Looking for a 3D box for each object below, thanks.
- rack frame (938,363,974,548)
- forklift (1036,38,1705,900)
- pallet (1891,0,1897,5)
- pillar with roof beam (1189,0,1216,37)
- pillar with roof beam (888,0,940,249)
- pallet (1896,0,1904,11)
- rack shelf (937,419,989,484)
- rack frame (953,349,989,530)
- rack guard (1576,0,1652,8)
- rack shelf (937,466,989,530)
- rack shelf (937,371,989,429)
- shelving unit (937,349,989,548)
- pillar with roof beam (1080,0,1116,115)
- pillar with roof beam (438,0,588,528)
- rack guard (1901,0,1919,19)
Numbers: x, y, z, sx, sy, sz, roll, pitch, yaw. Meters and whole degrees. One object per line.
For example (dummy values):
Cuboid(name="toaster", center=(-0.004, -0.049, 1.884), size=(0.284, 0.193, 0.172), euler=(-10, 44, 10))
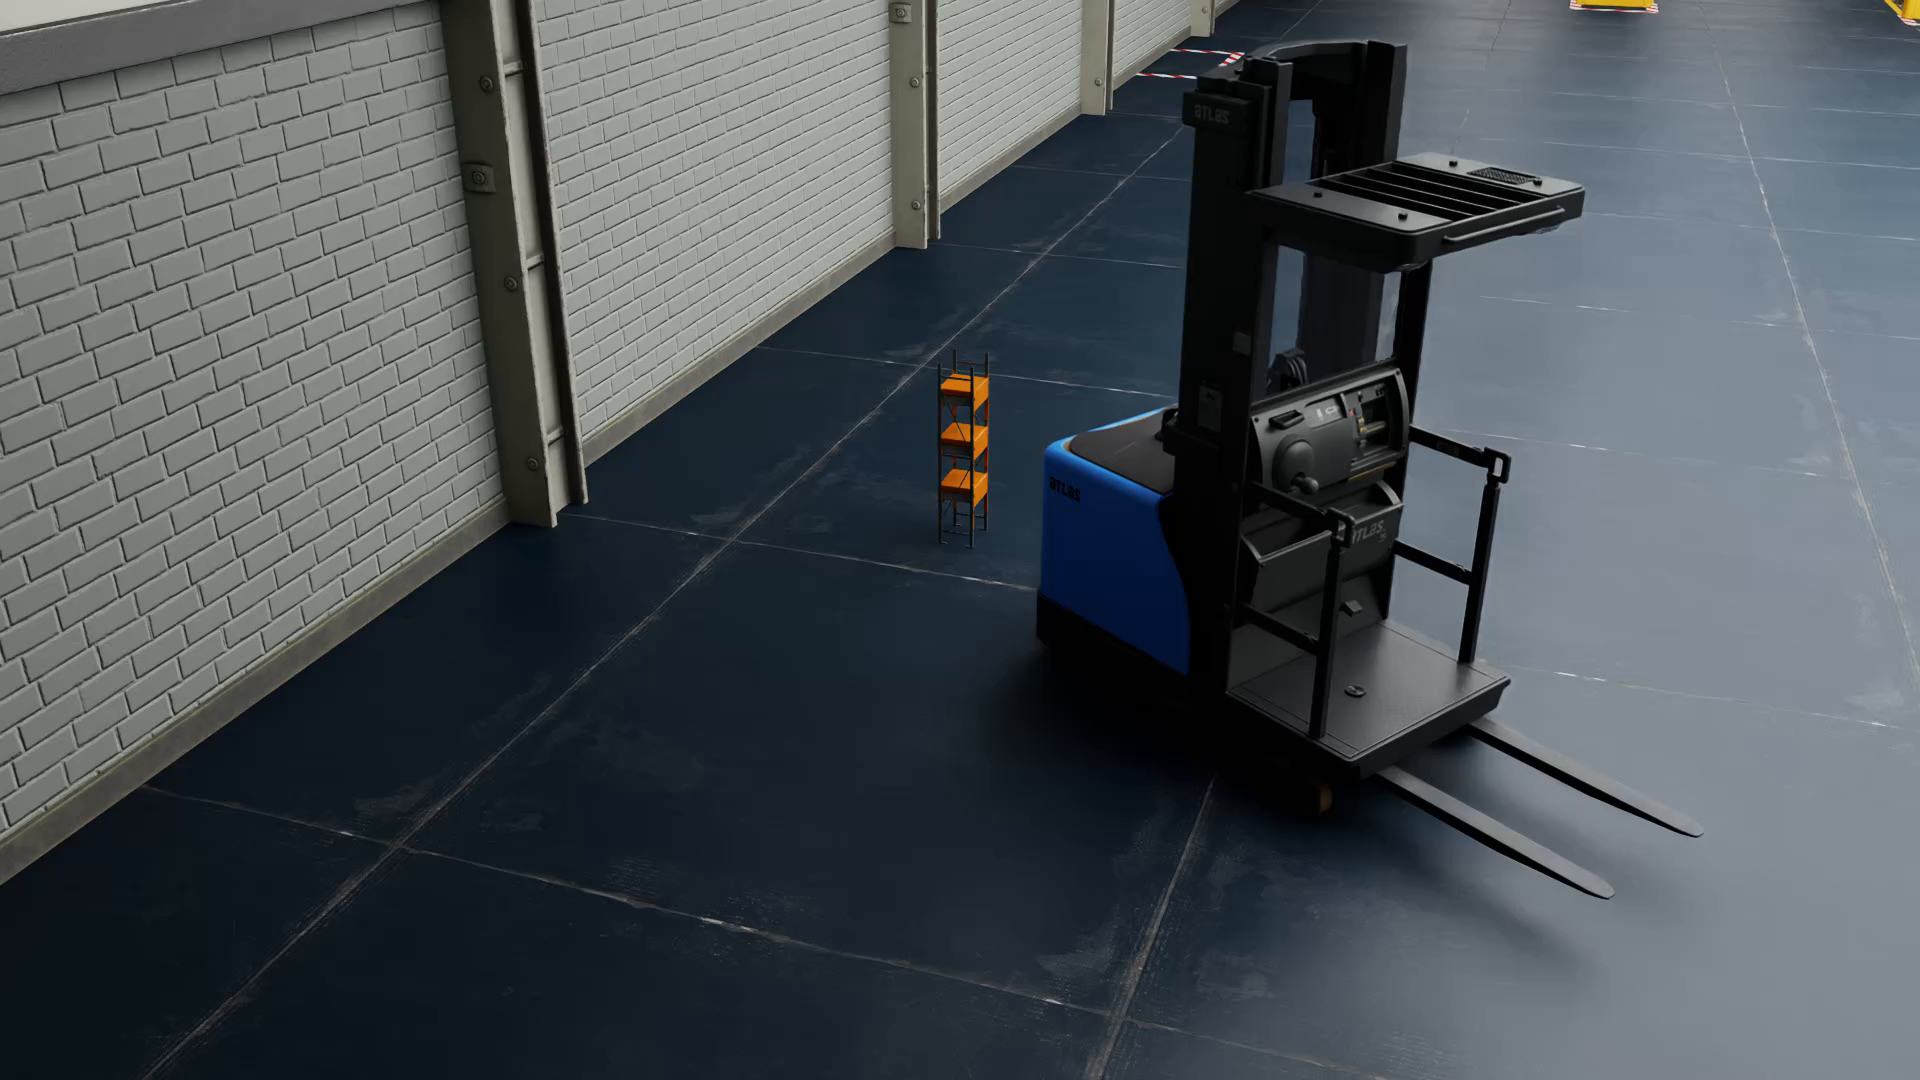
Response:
Cuboid(name="rack frame", center=(-0.023, -0.444, 8.963), size=(0.200, 1.050, 0.008), euler=(9, 27, 17))
Cuboid(name="forklift", center=(1.677, -0.422, 6.758), size=(1.130, 2.935, 3.031), euler=(-19, 32, -34))
Cuboid(name="pallet", center=(16.194, -9.151, 27.907), size=(1.003, 0.211, 1.213), euler=(9, 27, 17))
Cuboid(name="pillar with roof beam", center=(7.668, -10.995, 21.632), size=(9.100, 9.000, 0.400), euler=(9, 27, 17))
Cuboid(name="pillar with roof beam", center=(3.674, -6.064, 11.447), size=(9.100, 9.000, 0.400), euler=(9, 27, 17))
Cuboid(name="pallet", center=(15.786, -8.651, 26.875), size=(1.003, 0.211, 1.213), euler=(9, 27, 17))
Cuboid(name="rack shelf", center=(0.018, -0.485, 9.071), size=(0.215, 0.259, 0.240), euler=(9, 27, 17))
Cuboid(name="rack frame", center=(0.058, -0.545, 9.170), size=(0.200, 1.050, 0.008), euler=(9, 27, 17))
Cuboid(name="rack guard", center=(10.852, -9.120, 27.512), size=(1.175, 0.500, 0.348), euler=(9, 27, 17))
Cuboid(name="rack shelf", center=(0.018, -0.235, 9.192), size=(0.215, 0.259, 0.240), euler=(9, 27, 17))
Cuboid(name="rack shelf", center=(0.018, -0.740, 8.948), size=(0.215, 0.259, 0.240), euler=(9, 27, 17))
Cuboid(name="shelving unit", center=(0.018, -0.495, 9.067), size=(0.215, 1.050, 0.252), euler=(9, 27, 17))
Cuboid(name="pillar with roof beam", center=(5.671, -8.529, 16.540), size=(9.100, 9.000, 0.400), euler=(9, 27, 17))
Cuboid(name="pillar with roof beam", center=(1.678, -3.598, 6.355), size=(9.100, 9.000, 0.400), euler=(9, 27, 17))
Cuboid(name="rack guard", center=(15.511, -8.448, 26.124), size=(1.175, 0.500, 0.348), euler=(9, 27, 17))
